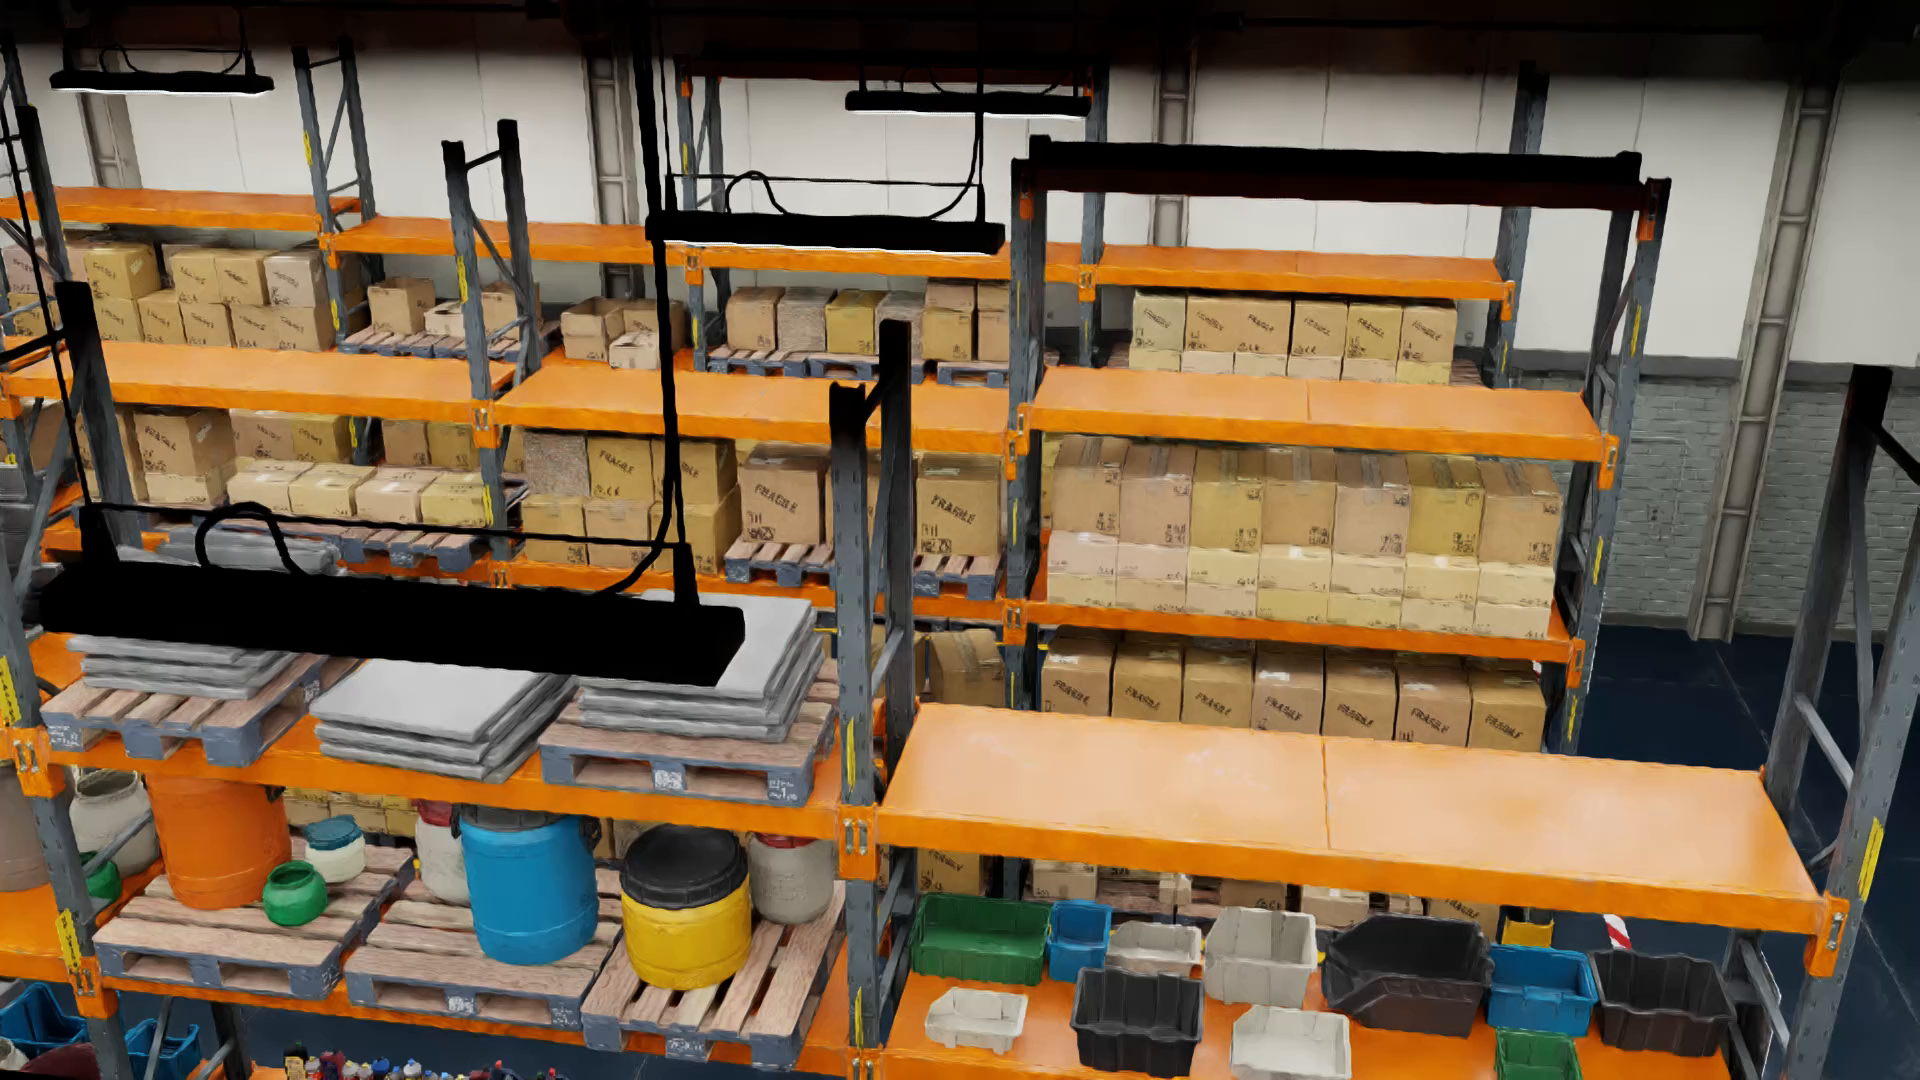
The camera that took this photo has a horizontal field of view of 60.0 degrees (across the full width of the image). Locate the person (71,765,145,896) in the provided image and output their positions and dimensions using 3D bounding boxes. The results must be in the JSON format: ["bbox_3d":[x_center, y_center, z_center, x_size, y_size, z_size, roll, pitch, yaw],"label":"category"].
[{"bbox_3d":[-6.881,2.223,12.937,0.863,1.690,0.700,-3,23,-6],"label":"person"}]

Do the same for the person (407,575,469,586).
[{"bbox_3d":[-5.096,0.663,16.385,0.605,1.729,0.342,-8,24,-17],"label":"person"}]
